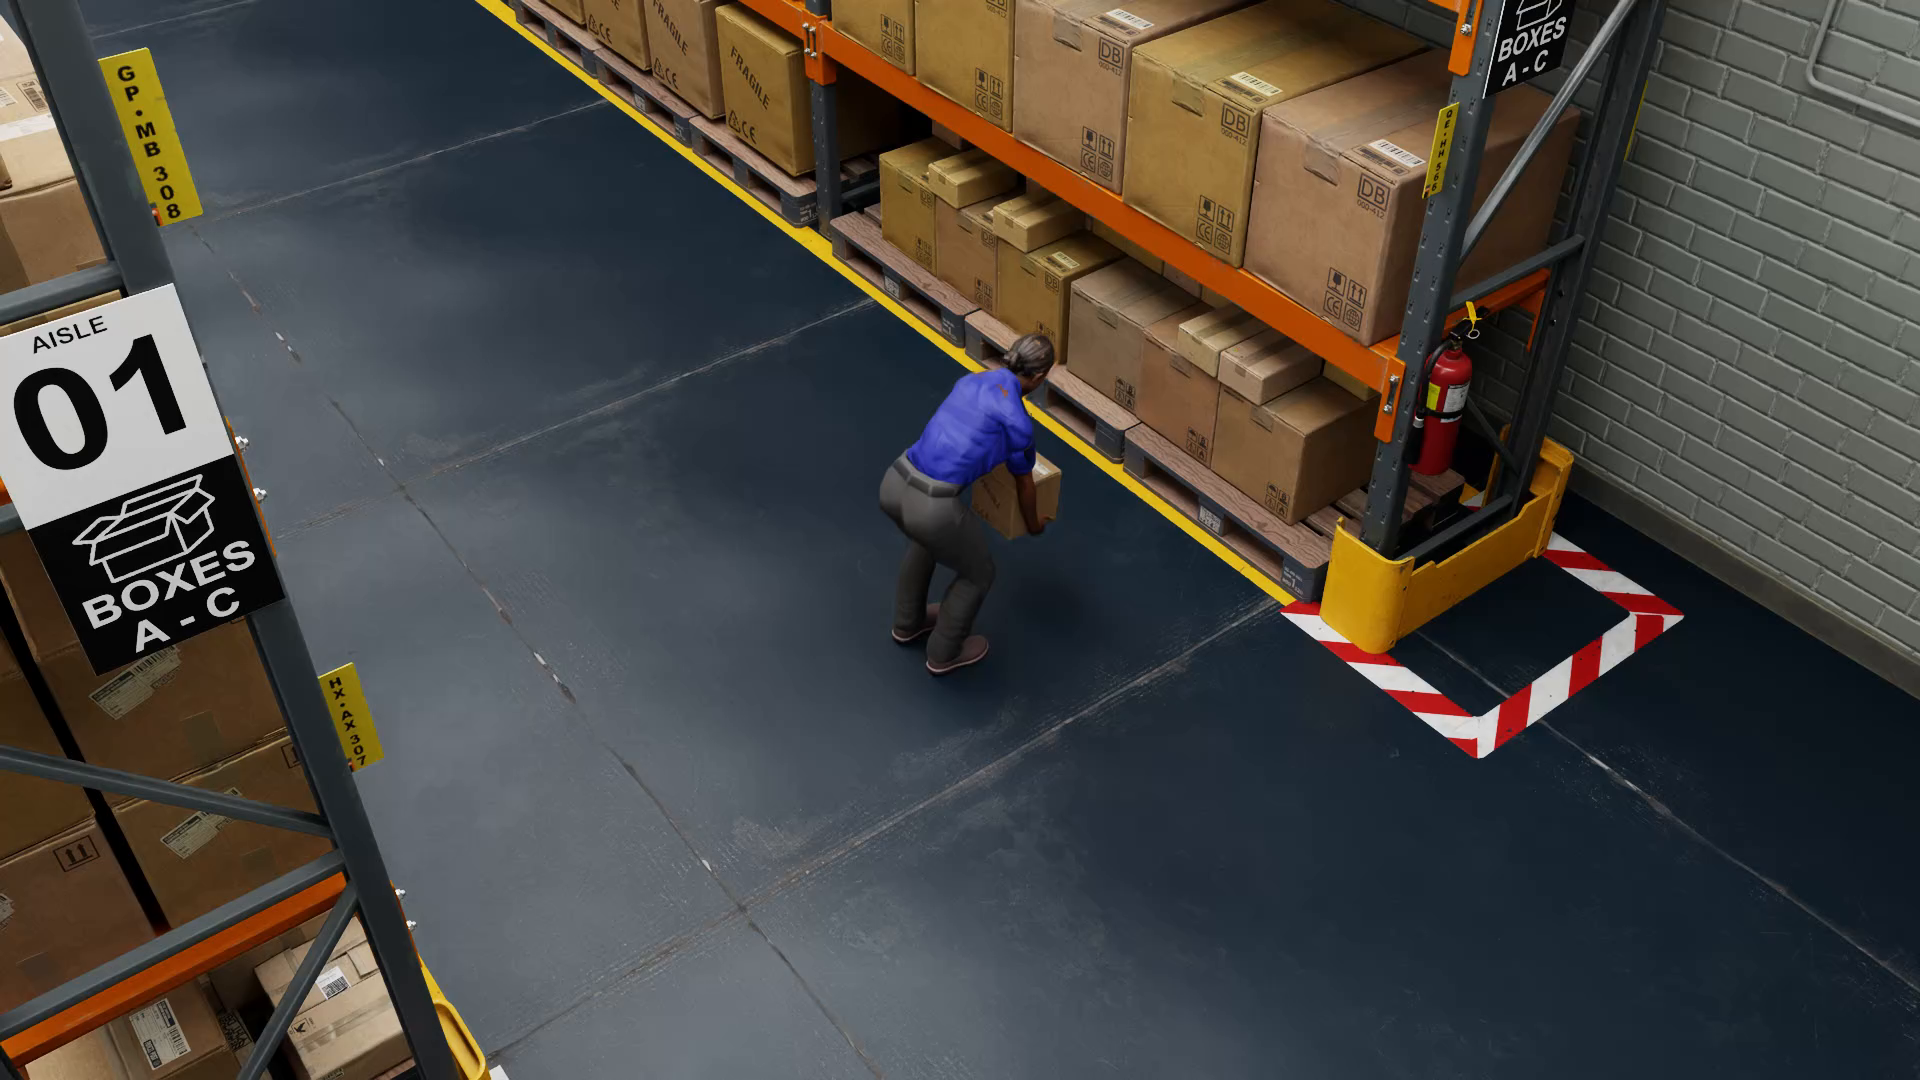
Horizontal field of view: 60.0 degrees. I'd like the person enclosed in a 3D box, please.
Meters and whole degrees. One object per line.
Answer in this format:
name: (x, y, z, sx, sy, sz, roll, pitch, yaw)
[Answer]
person: (0.053, -0.135, 6.596, 0.788, 1.305, 0.418, -28, 48, -29)
